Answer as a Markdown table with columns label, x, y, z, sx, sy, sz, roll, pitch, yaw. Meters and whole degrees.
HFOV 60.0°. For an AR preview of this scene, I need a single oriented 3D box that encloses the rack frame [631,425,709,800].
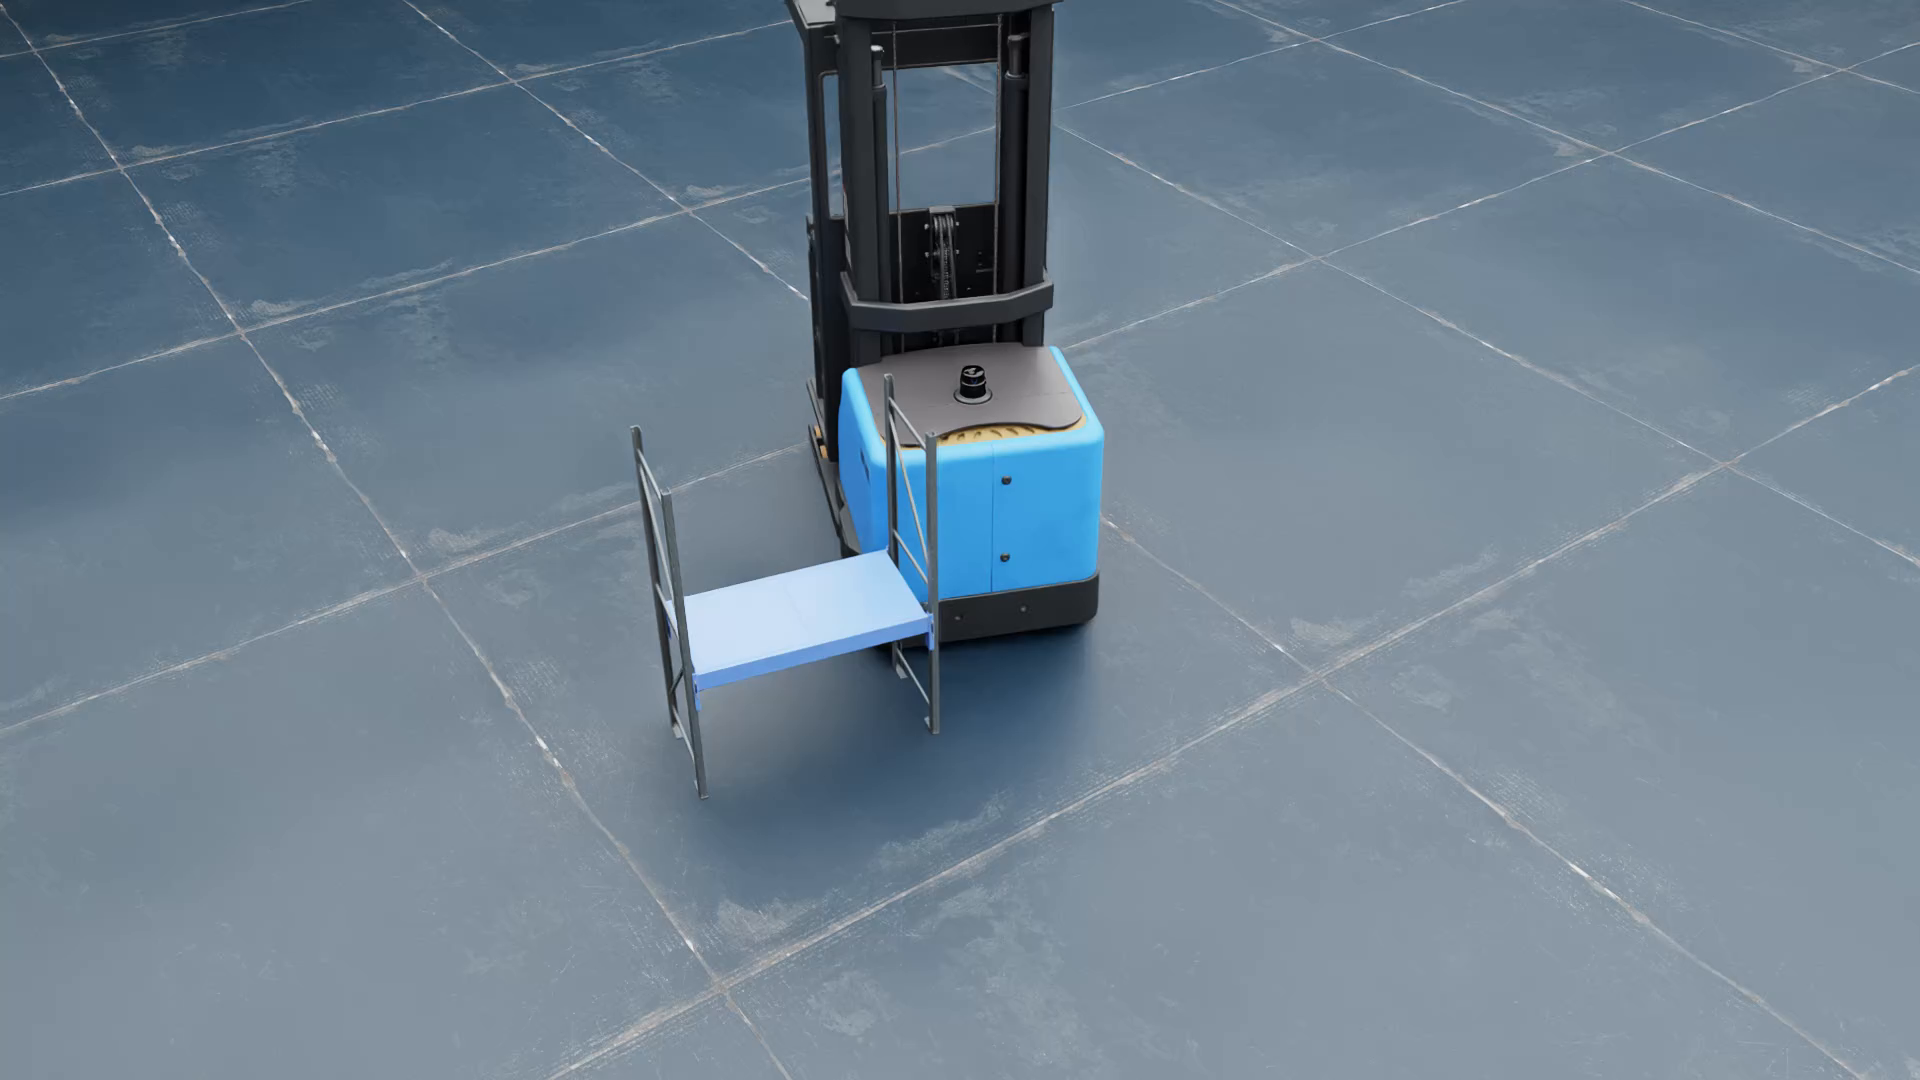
| label | x | y | z | sx | sy | sz | roll | pitch | yaw |
| --- | --- | --- | --- | --- | --- | --- | --- | --- | --- |
| rack frame | -1.135 | 0.312 | 6.532 | 0.032 | 1.500 | 0.500 | -13 | 38 | -18 |

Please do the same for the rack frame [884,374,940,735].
| label | x | y | z | sx | sy | sz | roll | pitch | yaw |
| --- | --- | --- | --- | --- | --- | --- | --- | --- | --- |
| rack frame | -0.195 | 0.086 | 6.846 | 0.032 | 1.500 | 0.500 | -13 | 38 | -18 |

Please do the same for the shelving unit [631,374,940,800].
| label | x | y | z | sx | sy | sz | roll | pitch | yaw |
| --- | --- | --- | --- | --- | --- | --- | --- | --- | --- |
| shelving unit | -0.665 | 0.199 | 6.689 | 1.048 | 1.500 | 0.538 | -13 | 38 | -18 |

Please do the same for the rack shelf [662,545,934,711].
| label | x | y | z | sx | sy | sz | roll | pitch | yaw |
| --- | --- | --- | --- | --- | --- | --- | --- | --- | --- |
| rack shelf | -0.665 | 0.345 | 6.794 | 1.000 | 0.185 | 0.538 | -13 | 38 | -18 |

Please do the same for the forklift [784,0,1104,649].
| label | x | y | z | sx | sy | sz | roll | pitch | yaw |
| --- | --- | --- | --- | --- | --- | --- | --- | --- | --- |
| forklift | -0.188 | -1.560 | 7.909 | 1.130 | 2.935 | 3.031 | -7 | 36 | -10 |
